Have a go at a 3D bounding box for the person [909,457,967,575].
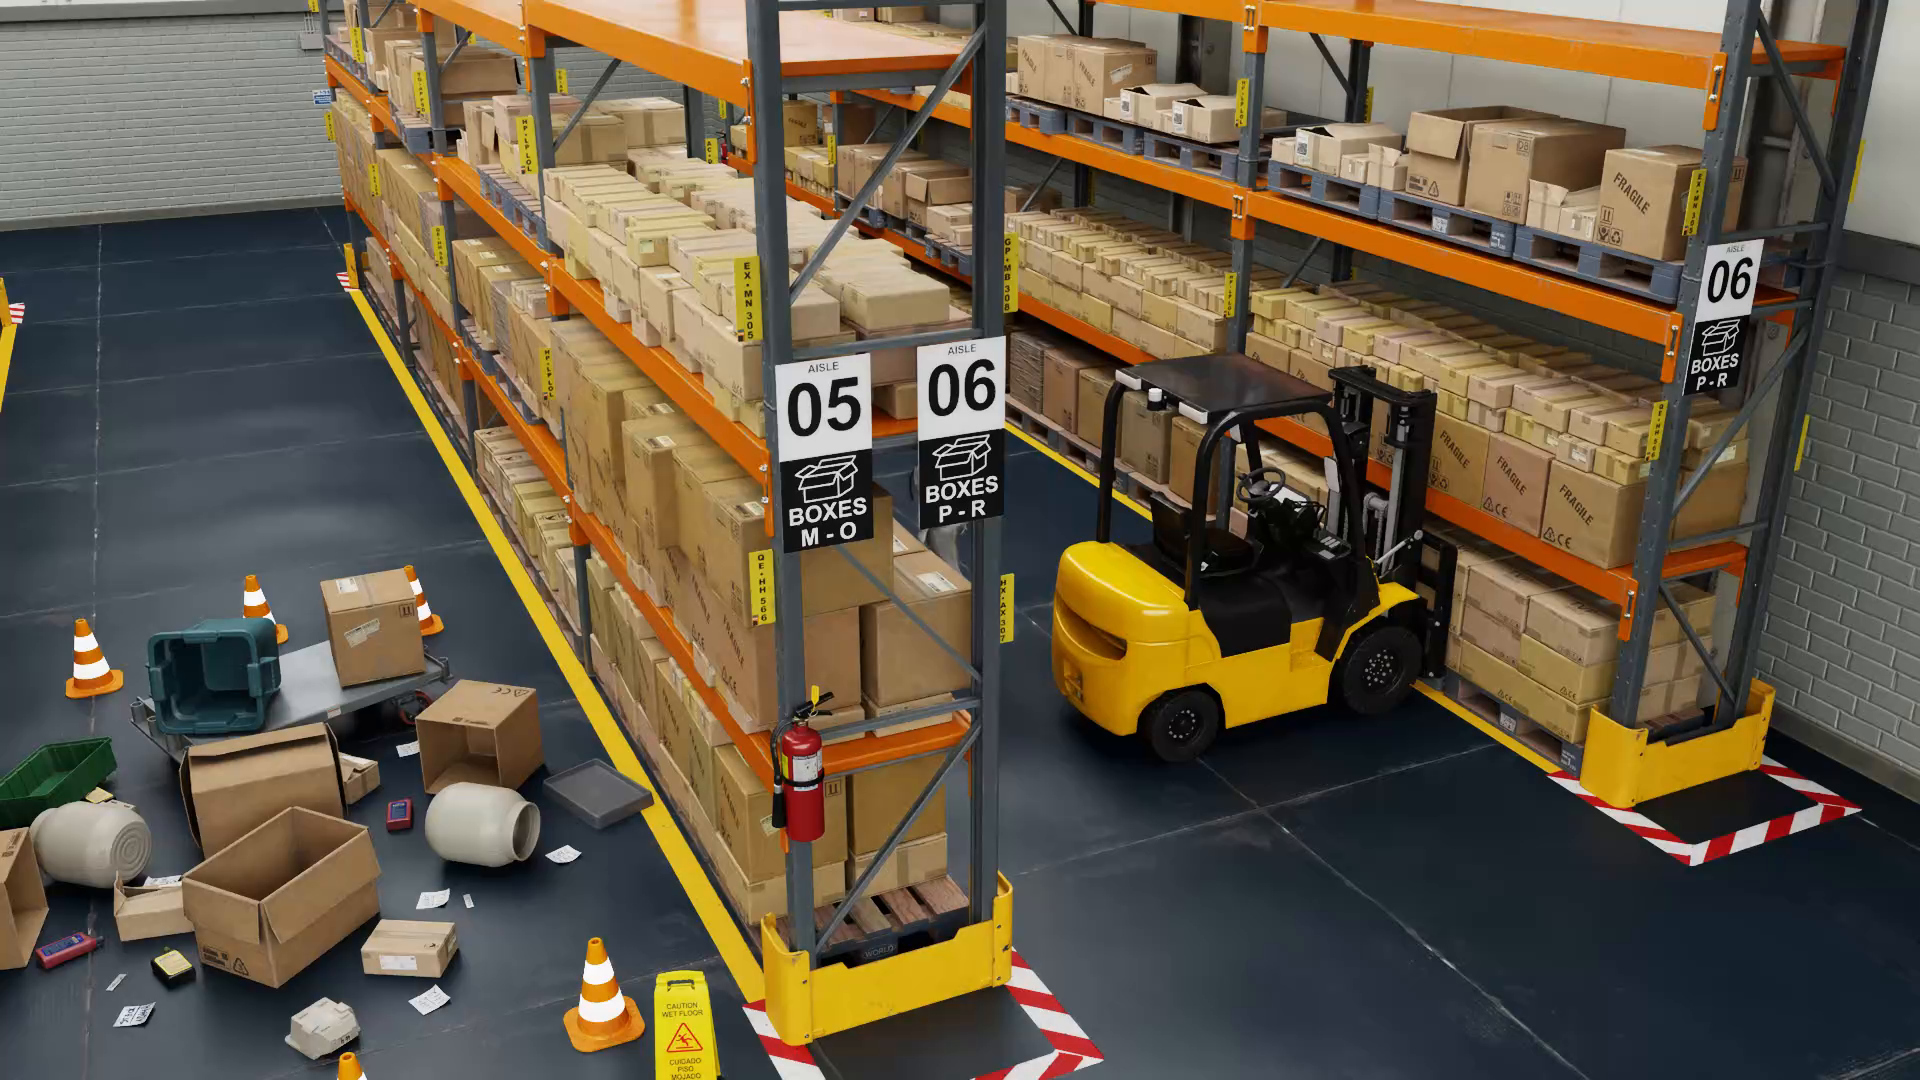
[{"bbox_3d":[-0.112,-0.124,11.279,0.598,1.660,0.529,12,25,26],"label":"person"}]
